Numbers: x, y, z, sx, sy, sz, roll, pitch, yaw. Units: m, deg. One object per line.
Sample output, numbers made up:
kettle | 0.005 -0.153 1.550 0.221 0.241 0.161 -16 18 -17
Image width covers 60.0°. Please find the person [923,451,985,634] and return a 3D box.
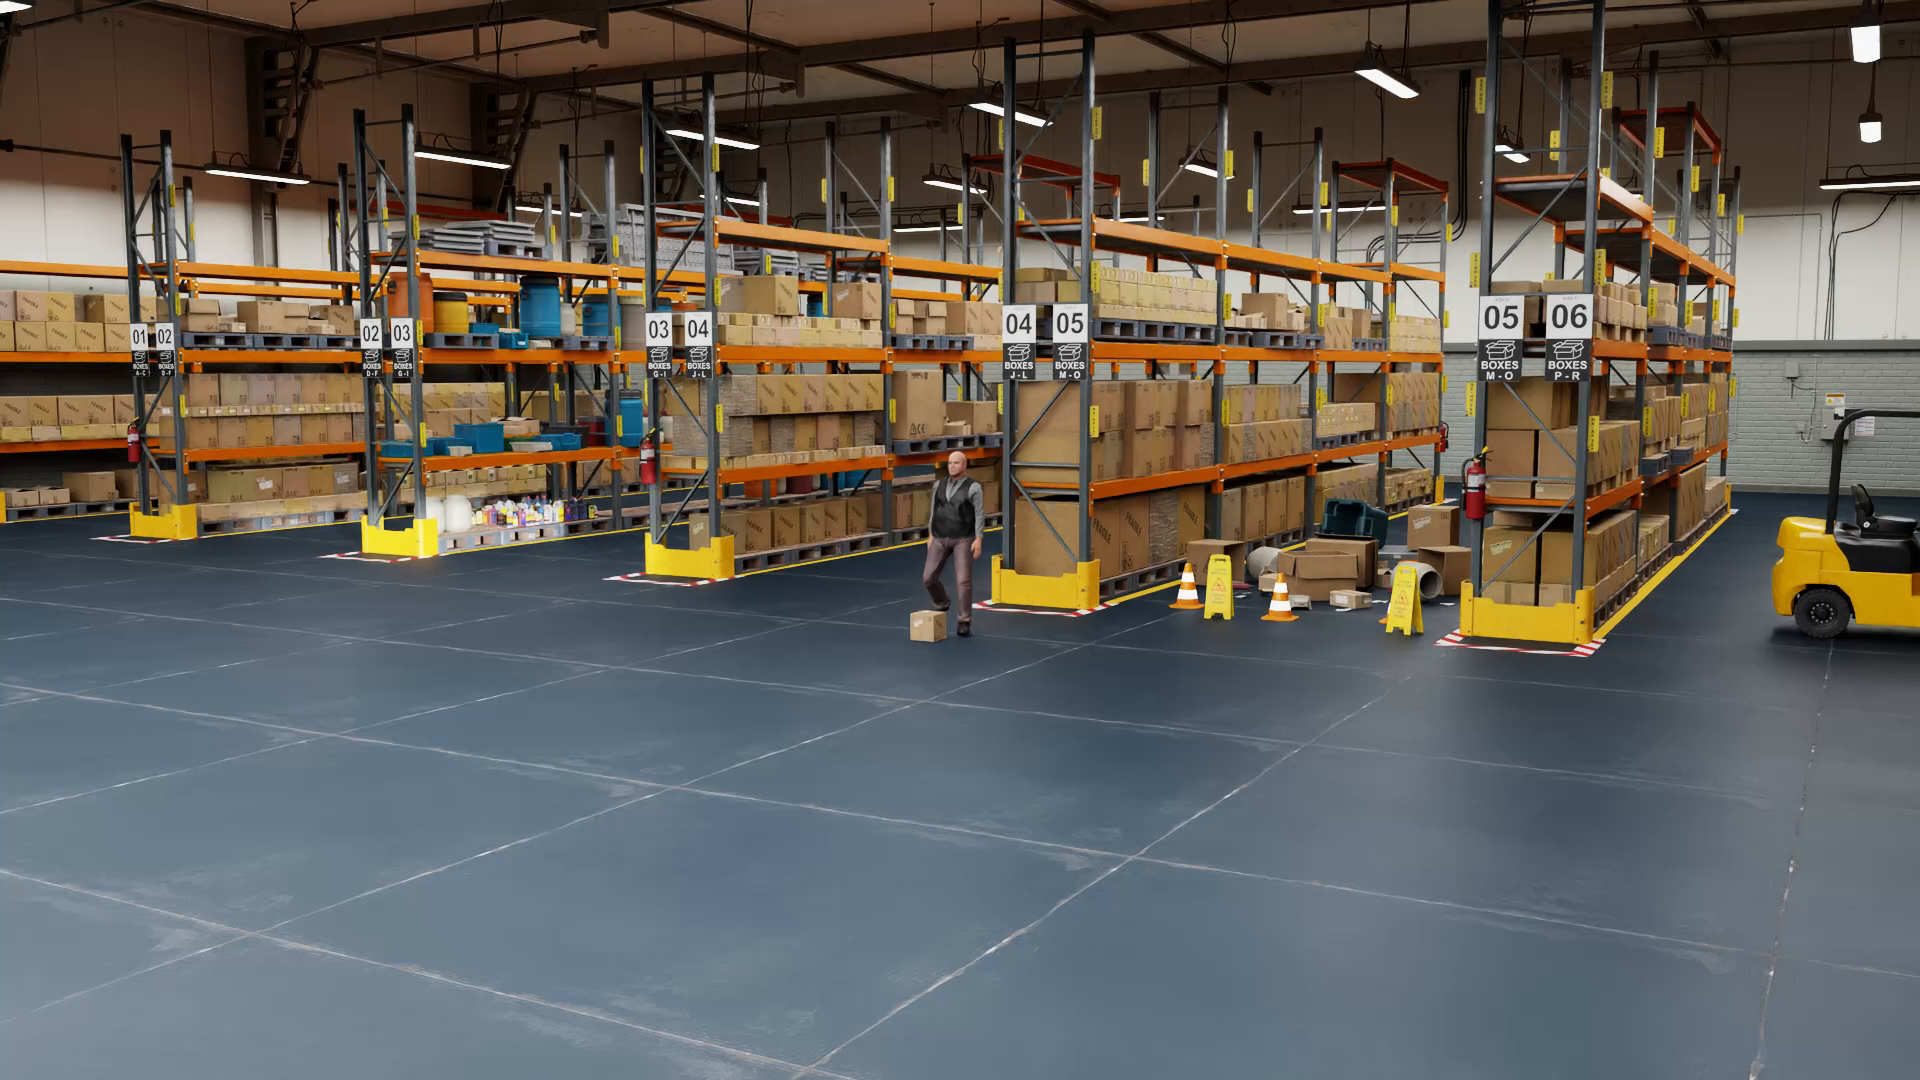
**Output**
person | -0.075 0.014 15.939 0.634 1.723 0.556 2 6 21
